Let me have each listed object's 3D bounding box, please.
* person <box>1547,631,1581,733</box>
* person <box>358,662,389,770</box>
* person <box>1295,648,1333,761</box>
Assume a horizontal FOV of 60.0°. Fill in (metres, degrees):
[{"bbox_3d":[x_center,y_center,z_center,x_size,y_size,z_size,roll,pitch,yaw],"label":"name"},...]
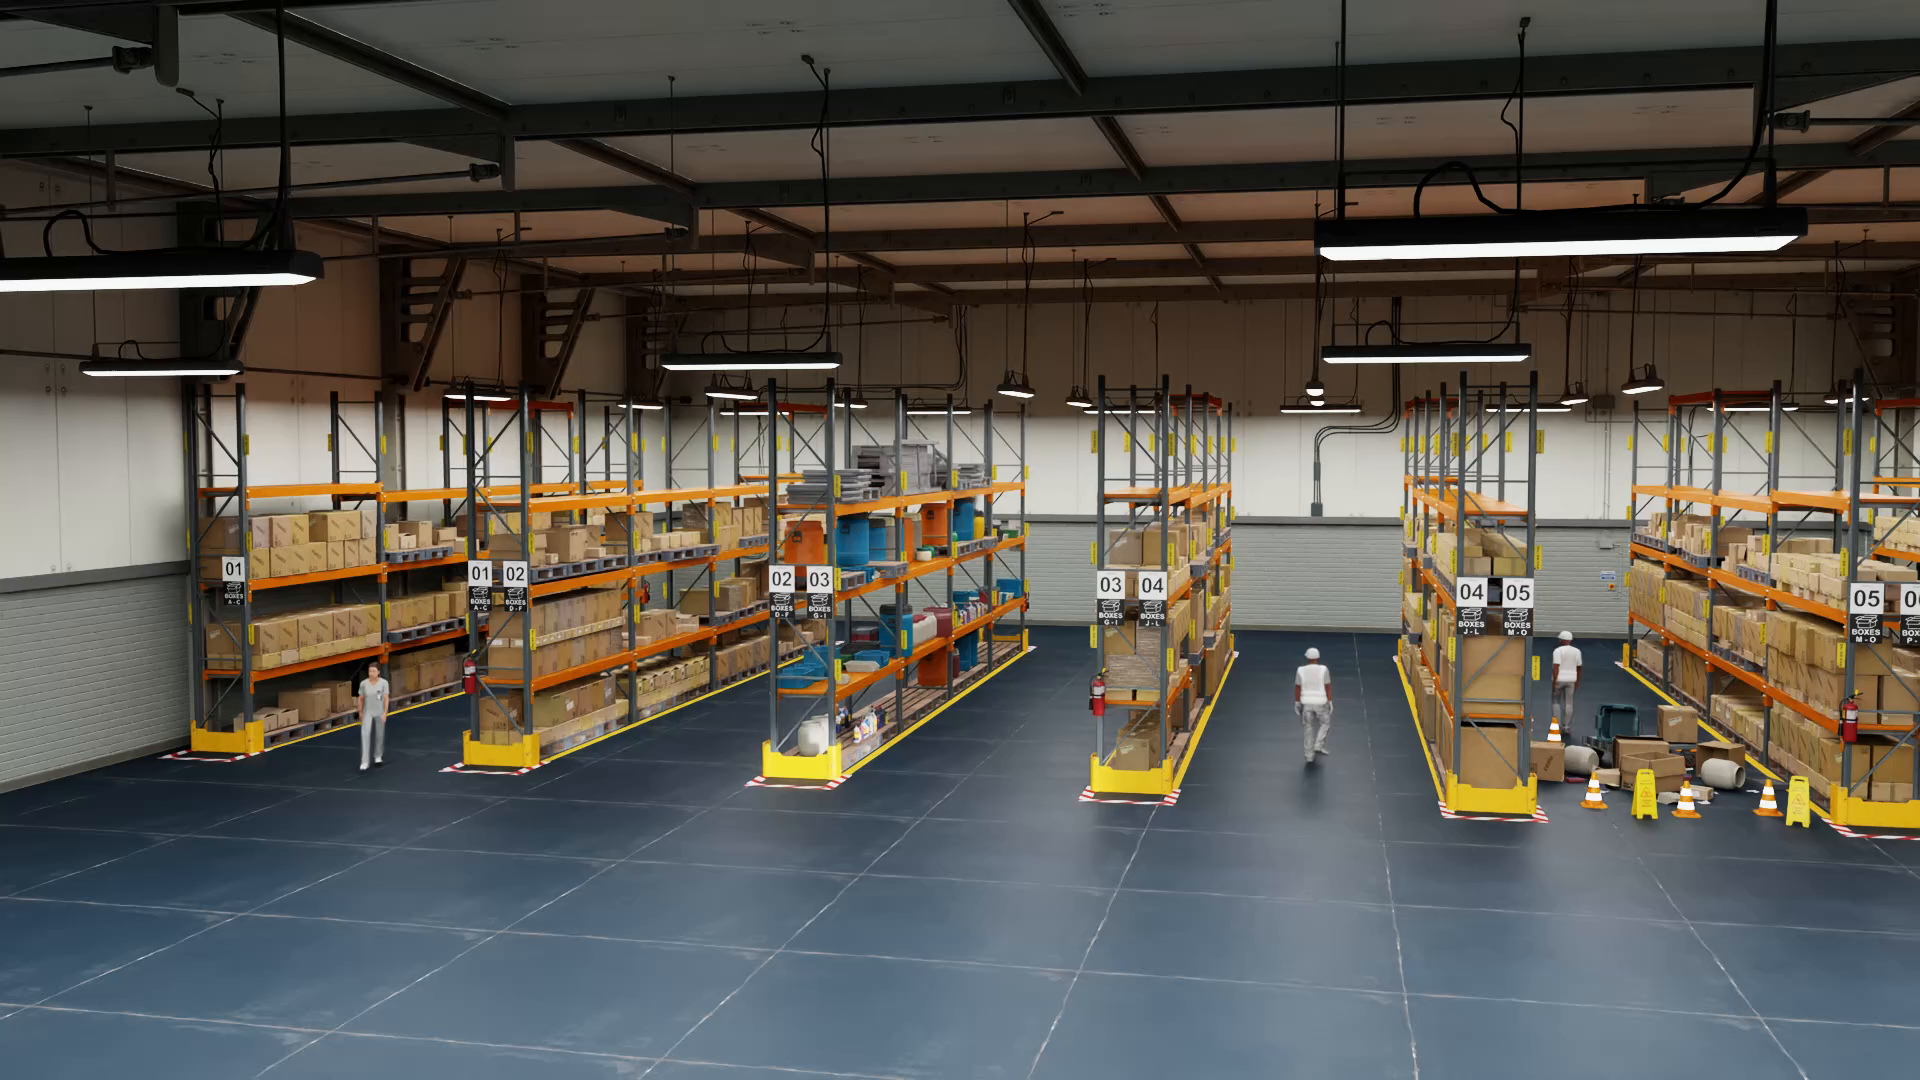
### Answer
[{"bbox_3d":[10.542,2.493,28.903,0.541,1.809,0.602,0,3,8],"label":"person"},{"bbox_3d":[-9.060,2.695,25.691,0.470,1.615,1.010,-1,4,-21],"label":"person"},{"bbox_3d":[5.597,2.602,26.340,0.599,1.775,0.489,1,4,24],"label":"person"}]
